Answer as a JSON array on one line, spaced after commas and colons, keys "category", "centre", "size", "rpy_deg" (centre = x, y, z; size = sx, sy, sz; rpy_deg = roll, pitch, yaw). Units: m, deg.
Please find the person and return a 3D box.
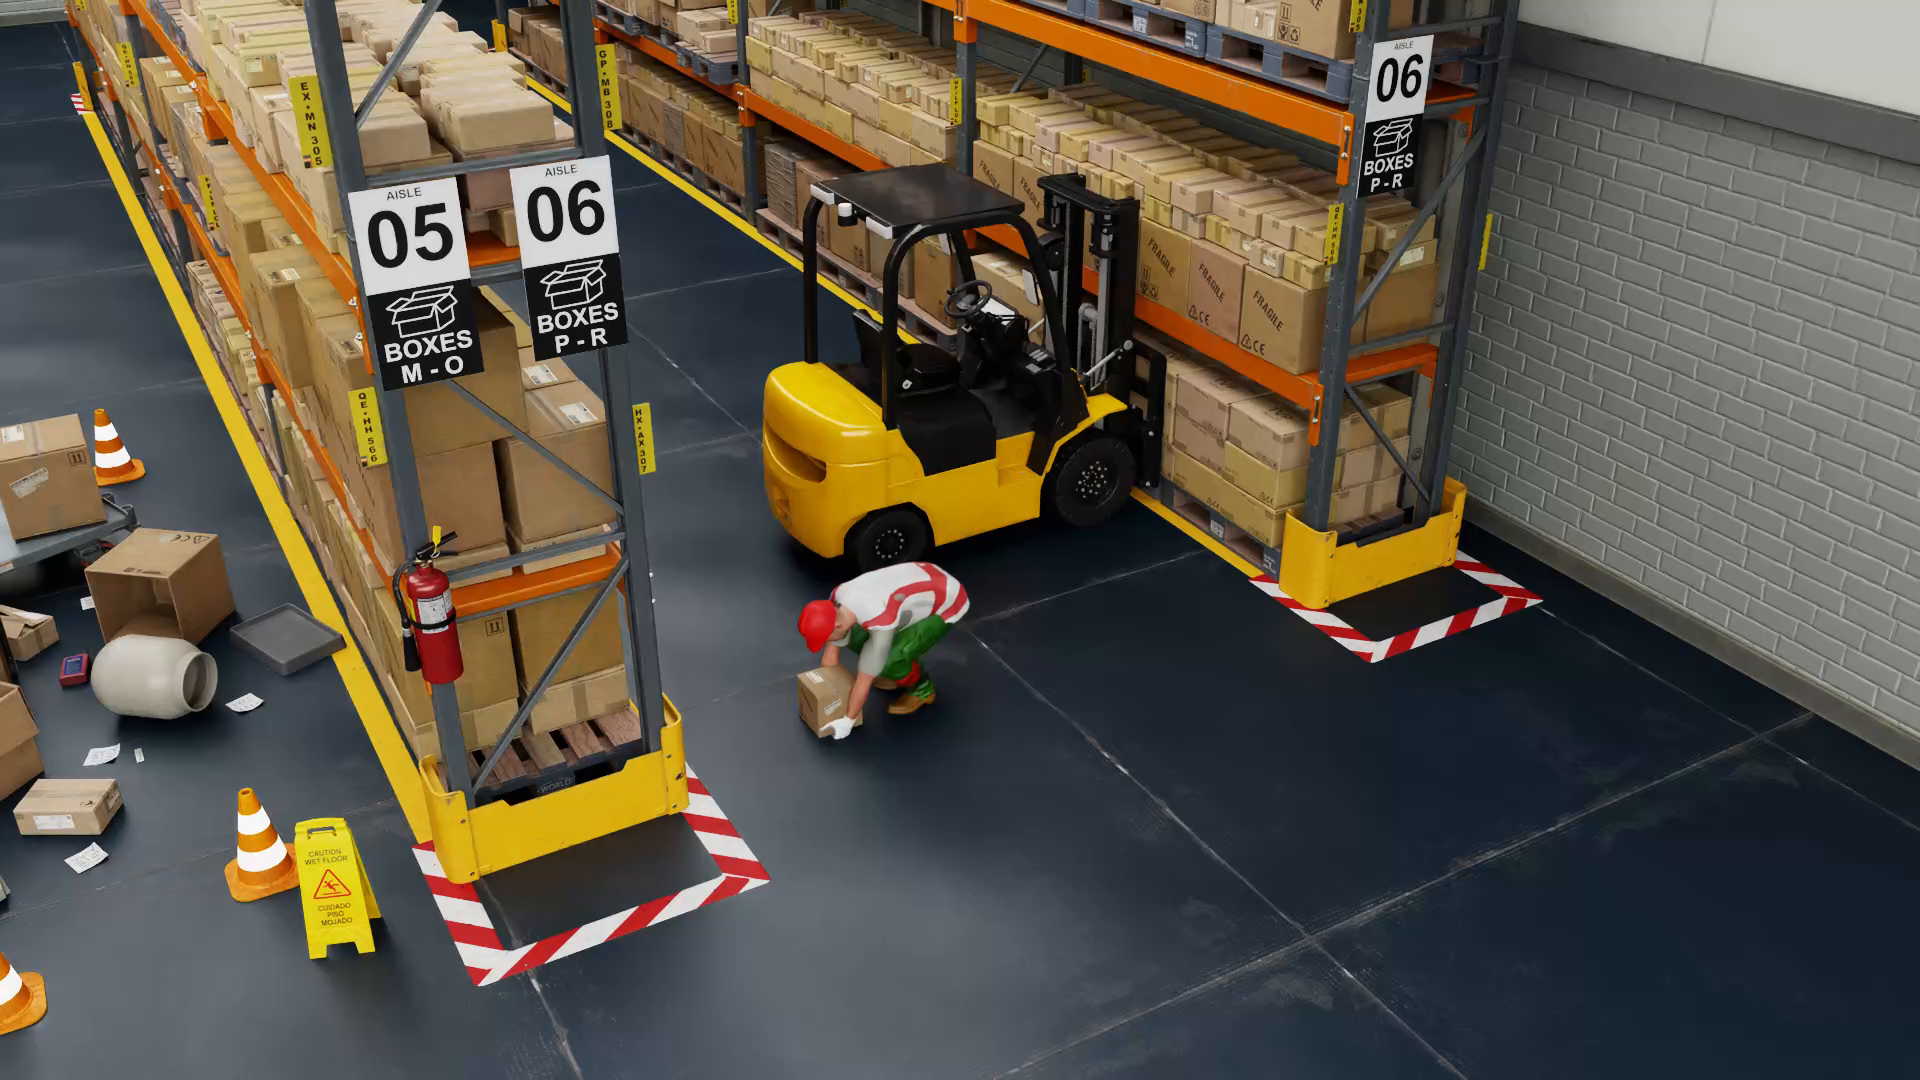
[{"category": "person", "centre": [-0.407, 0.538, 8.645], "size": [0.959, 0.798, 0.520], "rpy_deg": [-17, 33, -28]}]
